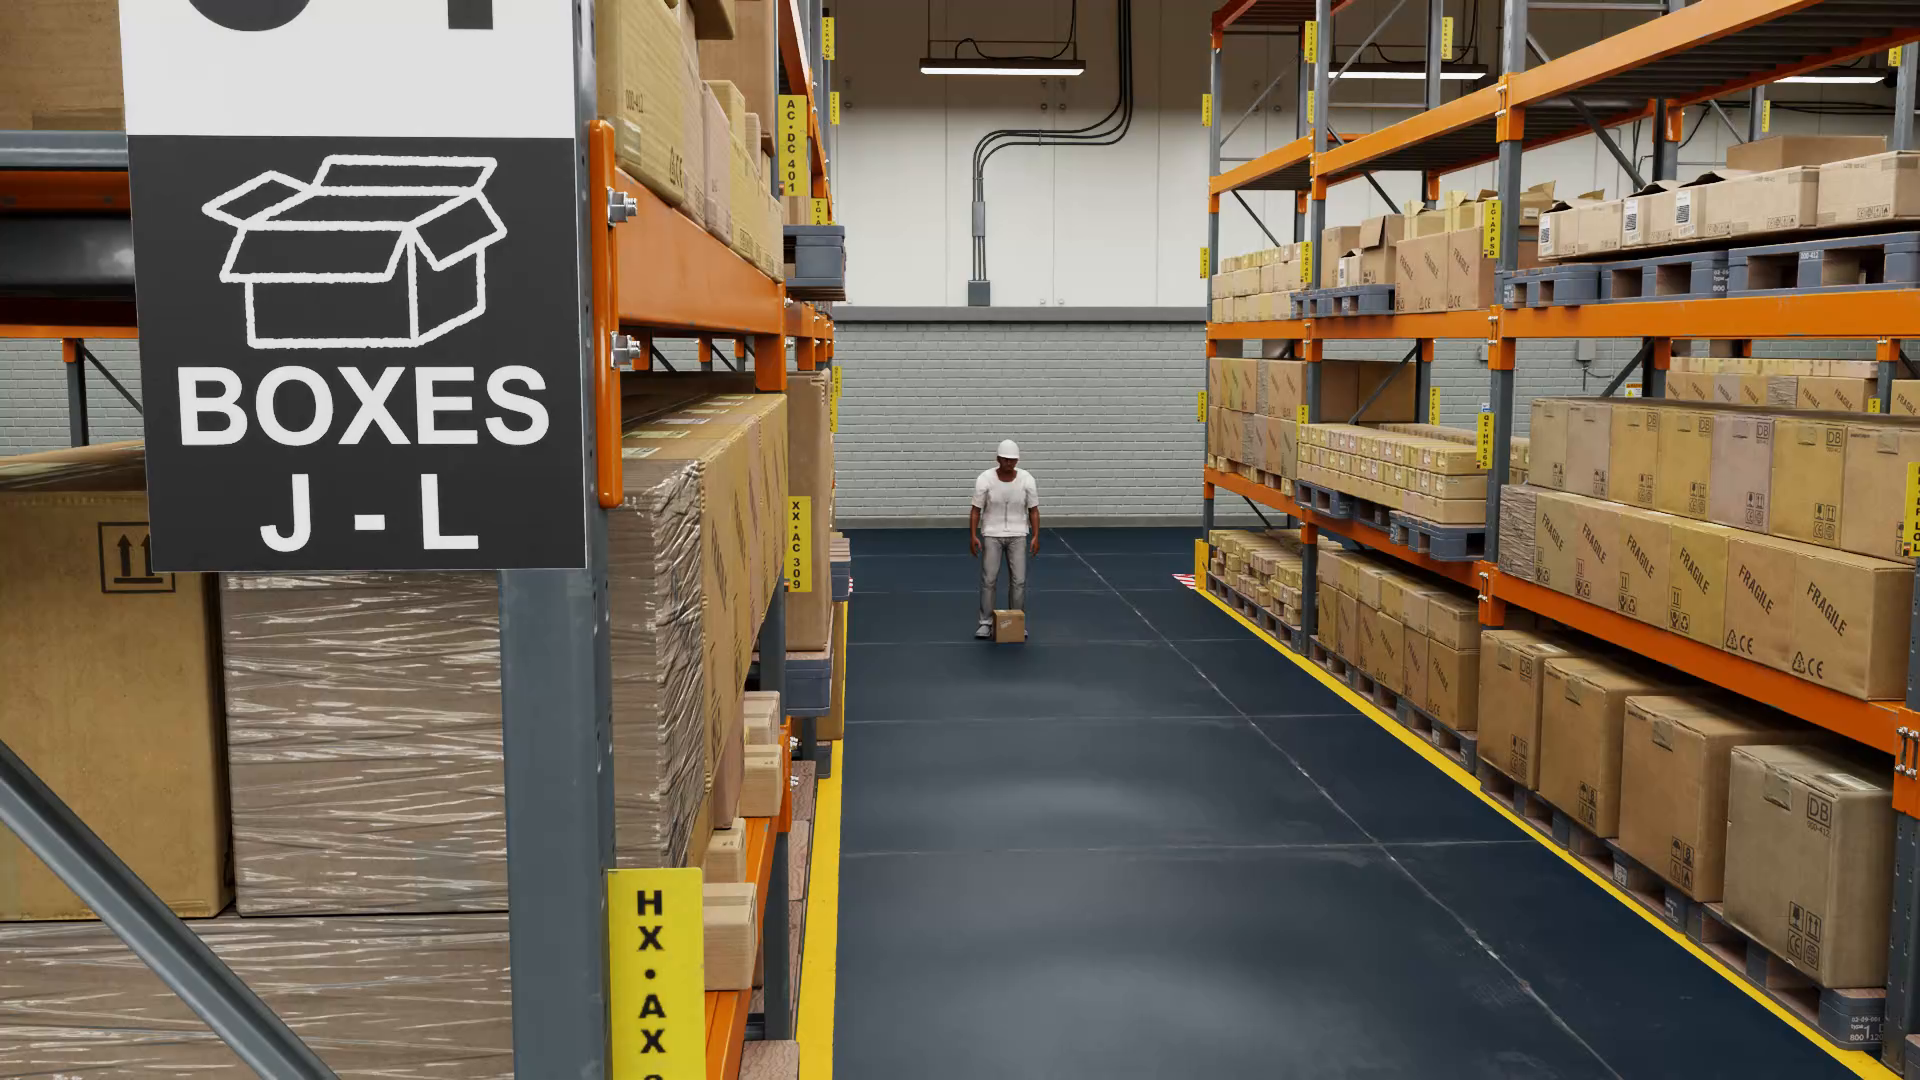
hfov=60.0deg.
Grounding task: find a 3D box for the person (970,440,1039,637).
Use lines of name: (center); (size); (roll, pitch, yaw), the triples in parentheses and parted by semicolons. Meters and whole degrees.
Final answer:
person: (0.399, -0.015, 14.806); (0.628, 1.757, 0.458); (0, 7, -3)
